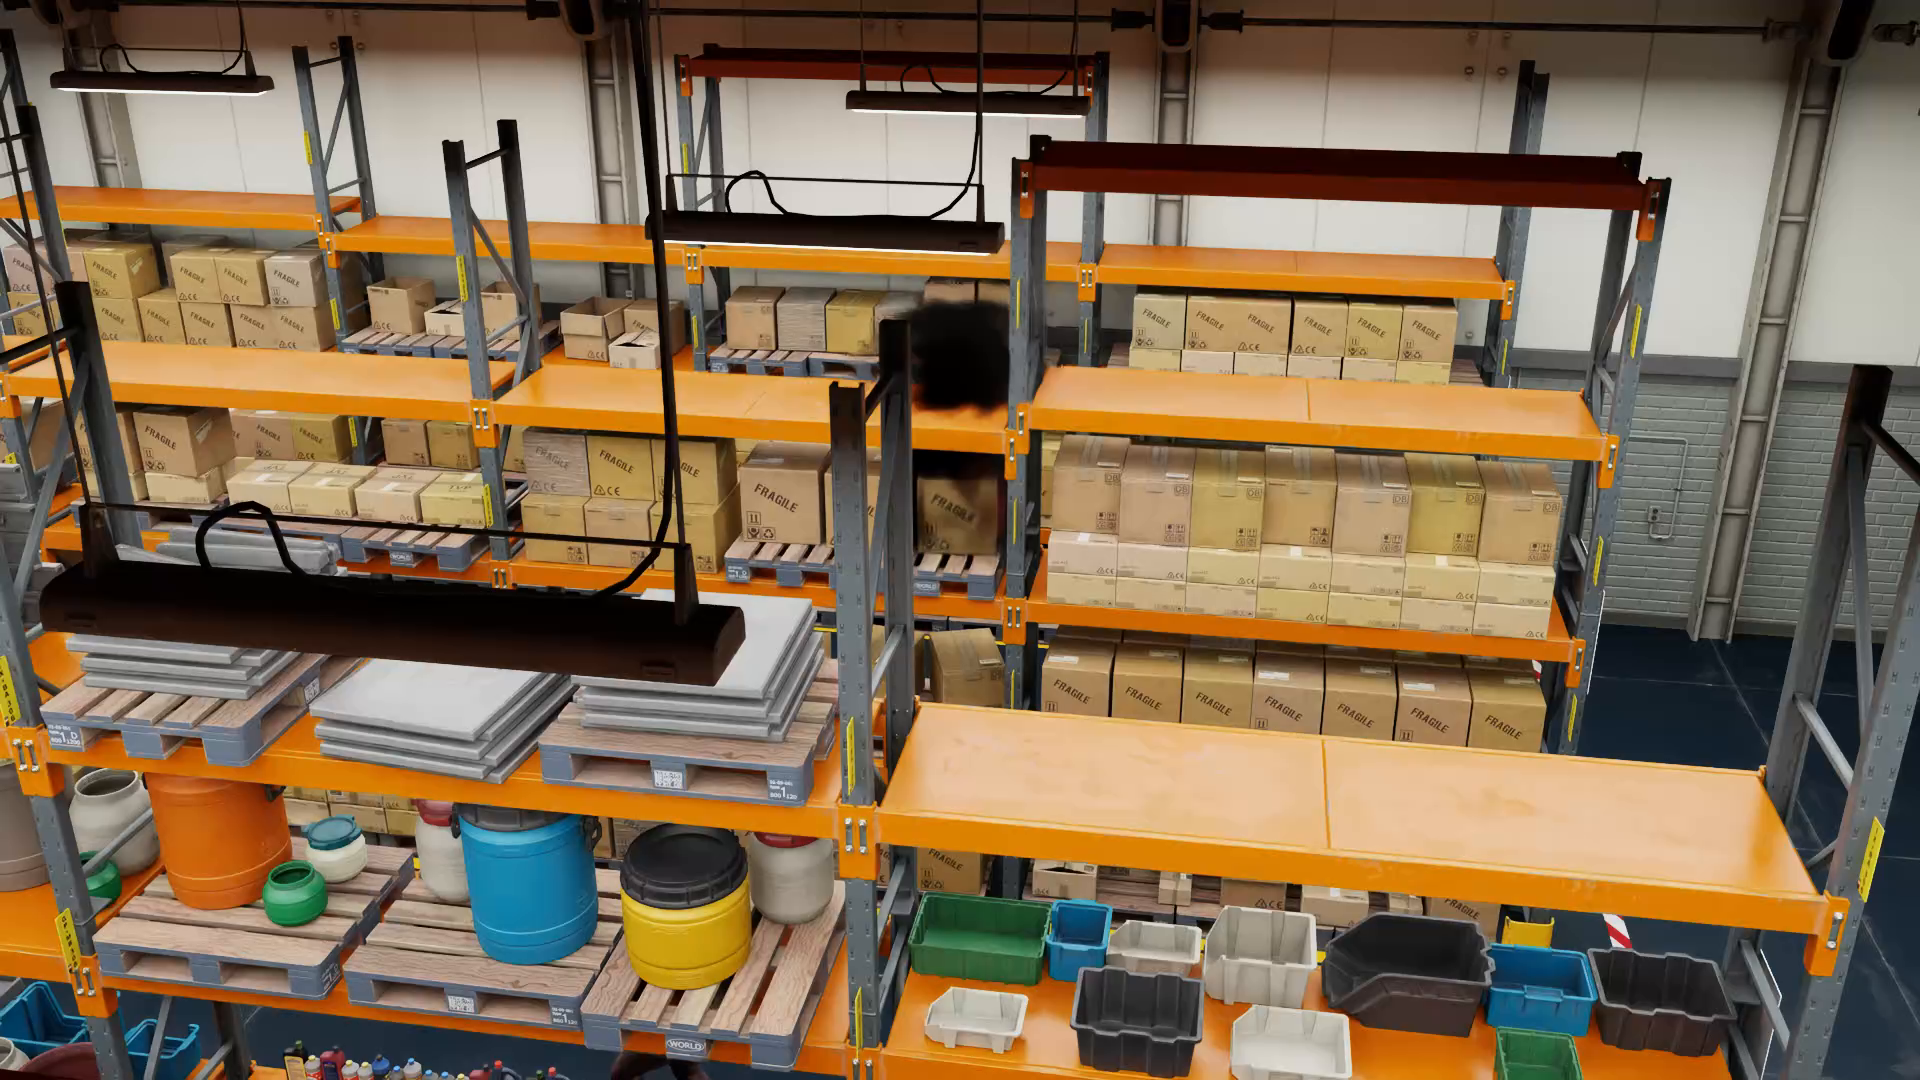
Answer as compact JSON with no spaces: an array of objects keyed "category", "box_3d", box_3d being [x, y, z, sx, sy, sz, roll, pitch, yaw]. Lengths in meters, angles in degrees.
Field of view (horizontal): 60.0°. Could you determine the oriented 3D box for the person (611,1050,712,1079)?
[{"category":"person","box_3d":[-1.919,3.254,10.703,0.980,1.665,0.704,5,23,11]}]
